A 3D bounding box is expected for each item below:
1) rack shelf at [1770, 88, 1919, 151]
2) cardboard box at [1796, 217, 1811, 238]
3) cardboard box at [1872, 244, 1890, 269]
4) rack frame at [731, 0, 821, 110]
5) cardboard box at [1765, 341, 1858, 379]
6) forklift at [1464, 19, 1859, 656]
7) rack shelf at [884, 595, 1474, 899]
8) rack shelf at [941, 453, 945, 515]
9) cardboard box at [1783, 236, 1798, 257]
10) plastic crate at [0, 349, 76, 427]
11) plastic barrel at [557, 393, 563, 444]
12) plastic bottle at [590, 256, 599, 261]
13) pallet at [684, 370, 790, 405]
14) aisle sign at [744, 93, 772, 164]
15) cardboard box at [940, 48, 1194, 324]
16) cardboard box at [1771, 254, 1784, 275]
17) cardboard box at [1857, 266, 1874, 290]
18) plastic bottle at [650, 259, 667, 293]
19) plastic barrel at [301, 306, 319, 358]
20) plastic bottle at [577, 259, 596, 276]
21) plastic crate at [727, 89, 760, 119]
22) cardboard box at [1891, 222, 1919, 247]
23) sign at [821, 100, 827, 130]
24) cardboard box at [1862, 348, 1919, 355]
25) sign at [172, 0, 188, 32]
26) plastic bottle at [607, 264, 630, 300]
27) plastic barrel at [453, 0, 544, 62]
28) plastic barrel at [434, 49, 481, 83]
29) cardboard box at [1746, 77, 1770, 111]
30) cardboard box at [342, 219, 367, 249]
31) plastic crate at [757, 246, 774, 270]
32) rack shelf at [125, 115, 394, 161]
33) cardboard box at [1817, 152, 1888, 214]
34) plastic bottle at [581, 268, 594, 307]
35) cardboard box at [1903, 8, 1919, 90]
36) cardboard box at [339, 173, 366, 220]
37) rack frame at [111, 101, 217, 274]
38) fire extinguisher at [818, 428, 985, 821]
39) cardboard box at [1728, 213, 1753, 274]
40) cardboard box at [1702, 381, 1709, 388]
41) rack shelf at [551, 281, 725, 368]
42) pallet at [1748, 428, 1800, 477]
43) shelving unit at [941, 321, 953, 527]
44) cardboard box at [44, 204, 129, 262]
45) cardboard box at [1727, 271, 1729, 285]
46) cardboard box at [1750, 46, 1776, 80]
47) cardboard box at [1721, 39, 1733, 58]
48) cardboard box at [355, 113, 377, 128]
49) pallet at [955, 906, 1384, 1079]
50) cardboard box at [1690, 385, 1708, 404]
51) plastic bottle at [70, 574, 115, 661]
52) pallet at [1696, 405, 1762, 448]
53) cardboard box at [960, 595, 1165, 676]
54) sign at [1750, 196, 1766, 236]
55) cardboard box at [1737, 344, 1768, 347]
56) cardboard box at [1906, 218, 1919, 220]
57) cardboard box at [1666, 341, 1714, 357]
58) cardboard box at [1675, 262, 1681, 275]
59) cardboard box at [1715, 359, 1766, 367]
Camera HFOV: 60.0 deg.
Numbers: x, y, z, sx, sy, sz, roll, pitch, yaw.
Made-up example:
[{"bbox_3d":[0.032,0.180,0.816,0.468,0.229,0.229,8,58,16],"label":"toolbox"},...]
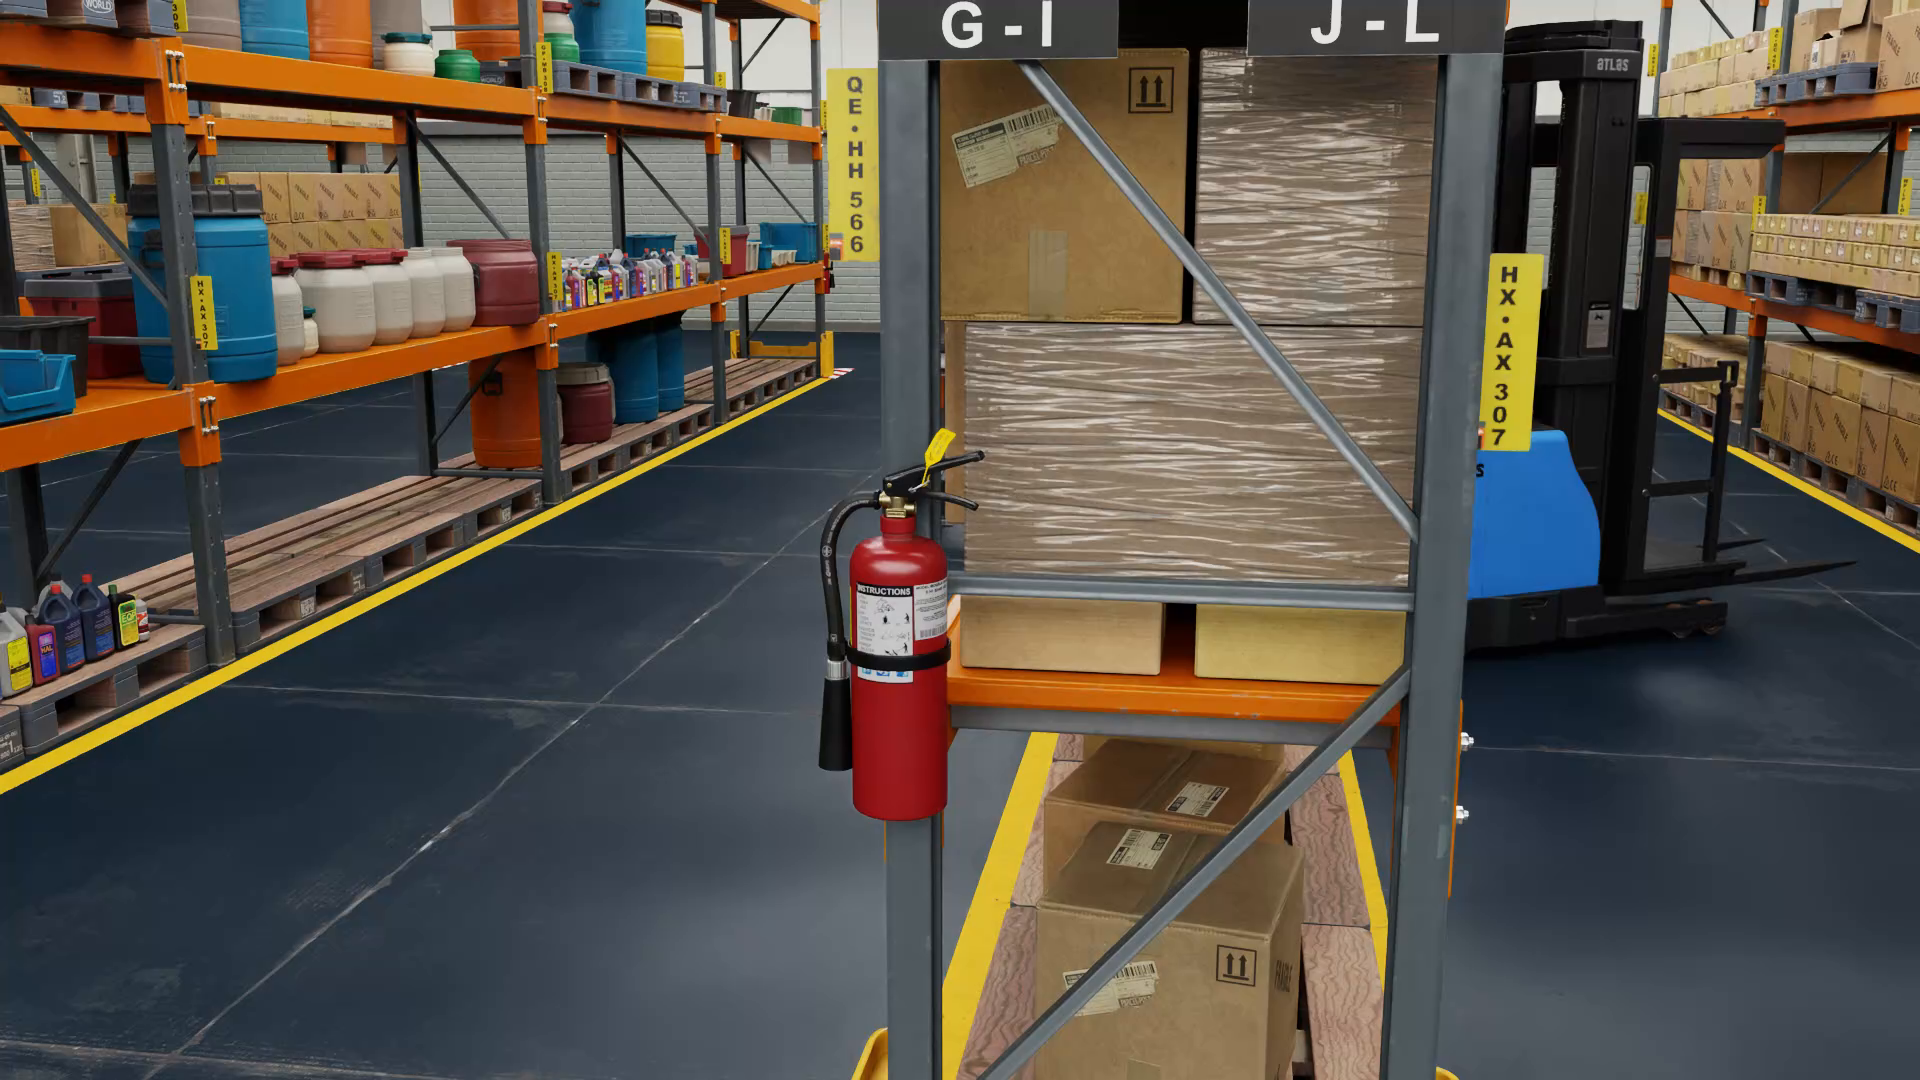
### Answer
[{"bbox_3d":[6.790,-2.918,11.501,1.077,0.370,4.000,2,12,9],"label":"rack shelf"},{"bbox_3d":[6.424,-2.309,12.276,0.380,0.149,0.250,2,12,8],"label":"cardboard box"},{"bbox_3d":[6.185,-1.843,10.819,0.380,0.149,0.250,2,12,10],"label":"cardboard box"},{"bbox_3d":[-2.067,-6.327,18.493,1.000,3.000,0.127,2,12,9],"label":"rack frame"},{"bbox_3d":[6.723,-1.424,13.139,0.500,0.250,0.500,1,12,6],"label":"cardboard box"},{"bbox_3d":[3.298,-1.048,8.399,3.031,2.935,1.130,-5,13,-22],"label":"forklift"},{"bbox_3d":[0.674,0.032,4.933,1.077,0.370,4.000,2,12,9],"label":"rack shelf"},{"bbox_3d":[0.025,-0.363,10.582,0.431,0.518,0.480,2,12,9],"label":"rack shelf"},{"bbox_3d":[6.466,-2.219,12.562,0.380,0.149,0.250,1,12,6],"label":"cardboard box"},{"bbox_3d":[-3.814,-0.585,6.440,0.499,0.251,0.616,2,12,9],"label":"plastic crate"},{"bbox_3d":[-3.240,-0.941,12.650,0.421,0.512,0.421,0,12,0],"label":"plastic barrel"},{"bbox_3d":[-3.186,-2.341,14.531,0.152,0.276,0.135,2,12,9],"label":"plastic bottle"},{"bbox_3d":[-2.422,-1.608,17.453,1.003,0.211,1.213,2,12,9],"label":"pallet"},{"bbox_3d":[-2.349,-4.690,18.965,0.394,0.787,0.004,2,12,9],"label":"aisle sign"},{"bbox_3d":[0.207,-0.709,3.347,0.500,0.500,0.500,2,12,9],"label":"cardboard box"},{"bbox_3d":[6.503,-2.125,12.835,0.380,0.149,0.250,2,12,9],"label":"cardboard box"},{"bbox_3d":[6.225,-1.744,11.066,0.380,0.149,0.250,2,12,8],"label":"cardboard box"},{"bbox_3d":[-2.557,-2.228,14.005,0.152,0.276,0.135,2,12,9],"label":"plastic bottle"},{"bbox_3d":[-3.557,-1.100,8.804,0.301,0.262,0.301,0,12,0],"label":"plastic barrel"},{"bbox_3d":[-3.122,-2.220,13.967,0.152,0.276,0.135,2,12,9],"label":"plastic bottle"},{"bbox_3d":[-2.220,-4.214,16.118,0.497,0.269,0.590,2,12,9],"label":"plastic crate"},{"bbox_3d":[6.145,-1.929,10.514,0.380,0.149,0.250,2,12,8],"label":"cardboard box"},{"bbox_3d":[-1.521,-4.795,18.753,0.100,0.325,0.005,2,12,9],"label":"sign"},{"bbox_3d":[7.140,-1.300,12.562,0.500,0.250,0.500,2,12,11],"label":"cardboard box"},{"bbox_3d":[-3.371,-2.347,7.124,0.100,0.325,0.005,2,12,9],"label":"sign"},{"bbox_3d":[-2.698,-2.037,13.120,0.152,0.276,0.135,2,12,9],"label":"plastic bottle"},{"bbox_3d":[-3.207,-3.729,11.540,0.600,0.830,0.708,2,12,9],"label":"plastic barrel"},{"bbox_3d":[-3.285,-3.067,10.852,0.294,0.245,0.294,0,12,0],"label":"plastic barrel"},{"bbox_3d":[6.906,-3.724,13.888,0.500,0.250,0.500,2,12,10],"label":"cardboard box"},{"bbox_3d":[-6.919,-3.291,18.407,0.500,0.500,0.500,2,12,9],"label":"cardboard box"},{"bbox_3d":[-2.129,-2.906,17.114,0.416,0.233,0.300,2,12,9],"label":"plastic crate"},{"bbox_3d":[-7.268,-4.254,17.701,1.077,0.370,4.000,2,12,9],"label":"rack shelf"},{"bbox_3d":[7.407,-2.989,13.925,0.500,0.500,0.500,2,12,10],"label":"cardboard box"},{"bbox_3d":[-2.774,-1.875,12.349,0.061,0.283,0.133,2,12,9],"label":"plastic bottle"},{"bbox_3d":[6.383,-3.134,10.558,0.500,0.500,0.500,2,12,9],"label":"cardboard box"},{"bbox_3d":[-6.909,-3.779,18.297,0.500,0.500,0.500,2,12,10],"label":"cardboard box"},{"bbox_3d":[-7.576,-2.723,16.010,1.000,3.000,0.127,2,12,9],"label":"rack frame"},{"bbox_3d":[-0.107,0.143,2.893,0.296,0.674,0.183,2,12,9],"label":"fire extinguisher"},{"bbox_3d":[6.893,-2.524,14.141,0.500,0.500,0.500,2,12,9],"label":"cardboard box"},{"bbox_3d":[7.040,-1.469,15.252,0.380,0.149,0.250,2,12,10],"label":"cardboard box"},{"bbox_3d":[-2.990,-1.794,13.405,1.077,0.370,4.000,2,12,9],"label":"rack shelf"},{"bbox_3d":[6.979,-0.695,13.215,1.003,0.211,1.213,2,12,9],"label":"pallet"},{"bbox_3d":[0.025,-1.061,10.432,0.431,2.100,0.503,2,12,9],"label":"shelving unit"},{"bbox_3d":[-7.913,-2.741,14.857,0.700,0.500,0.500,4,13,18],"label":"cardboard box"},{"bbox_3d":[7.049,-2.326,14.764,0.380,0.149,0.250,2,12,7],"label":"cardboard box"},{"bbox_3d":[6.917,-3.961,13.805,0.500,0.250,0.500,1,12,6],"label":"cardboard box"},{"bbox_3d":[7.049,-4.396,14.875,0.380,0.149,0.250,2,12,8],"label":"cardboard box"},{"bbox_3d":[-6.867,-4.730,18.556,0.500,0.250,0.500,2,12,9],"label":"cardboard box"},{"bbox_3d":[0.538,1.276,4.072,1.003,0.211,1.213,2,12,9],"label":"pallet"},{"bbox_3d":[6.980,-1.340,15.359,0.380,0.149,0.250,2,12,9],"label":"cardboard box"},{"bbox_3d":[-3.727,0.327,7.101,0.144,0.351,0.185,2,12,7],"label":"plastic bottle"},{"bbox_3d":[7.166,-0.998,14.621,1.003,0.211,1.213,2,12,9],"label":"pallet"},{"bbox_3d":[0.206,0.153,3.258,0.380,0.149,0.250,2,12,9],"label":"cardboard box"},{"bbox_3d":[6.560,-2.659,13.656,0.100,0.325,0.005,2,12,9],"label":"sign"},{"bbox_3d":[7.783,-1.818,16.169,0.380,0.149,0.250,2,12,11],"label":"cardboard box"},{"bbox_3d":[7.027,-2.232,11.917,0.380,0.149,0.250,1,12,6],"label":"cardboard box"},{"bbox_3d":[7.251,-1.893,16.515,0.380,0.149,0.250,1,12,6],"label":"cardboard box"},{"bbox_3d":[7.342,-2.706,16.525,0.380,0.149,0.250,2,12,11],"label":"cardboard box"},{"bbox_3d":[6.926,-1.511,14.744,0.380,0.149,0.250,2,12,8],"label":"cardboard box"}]
